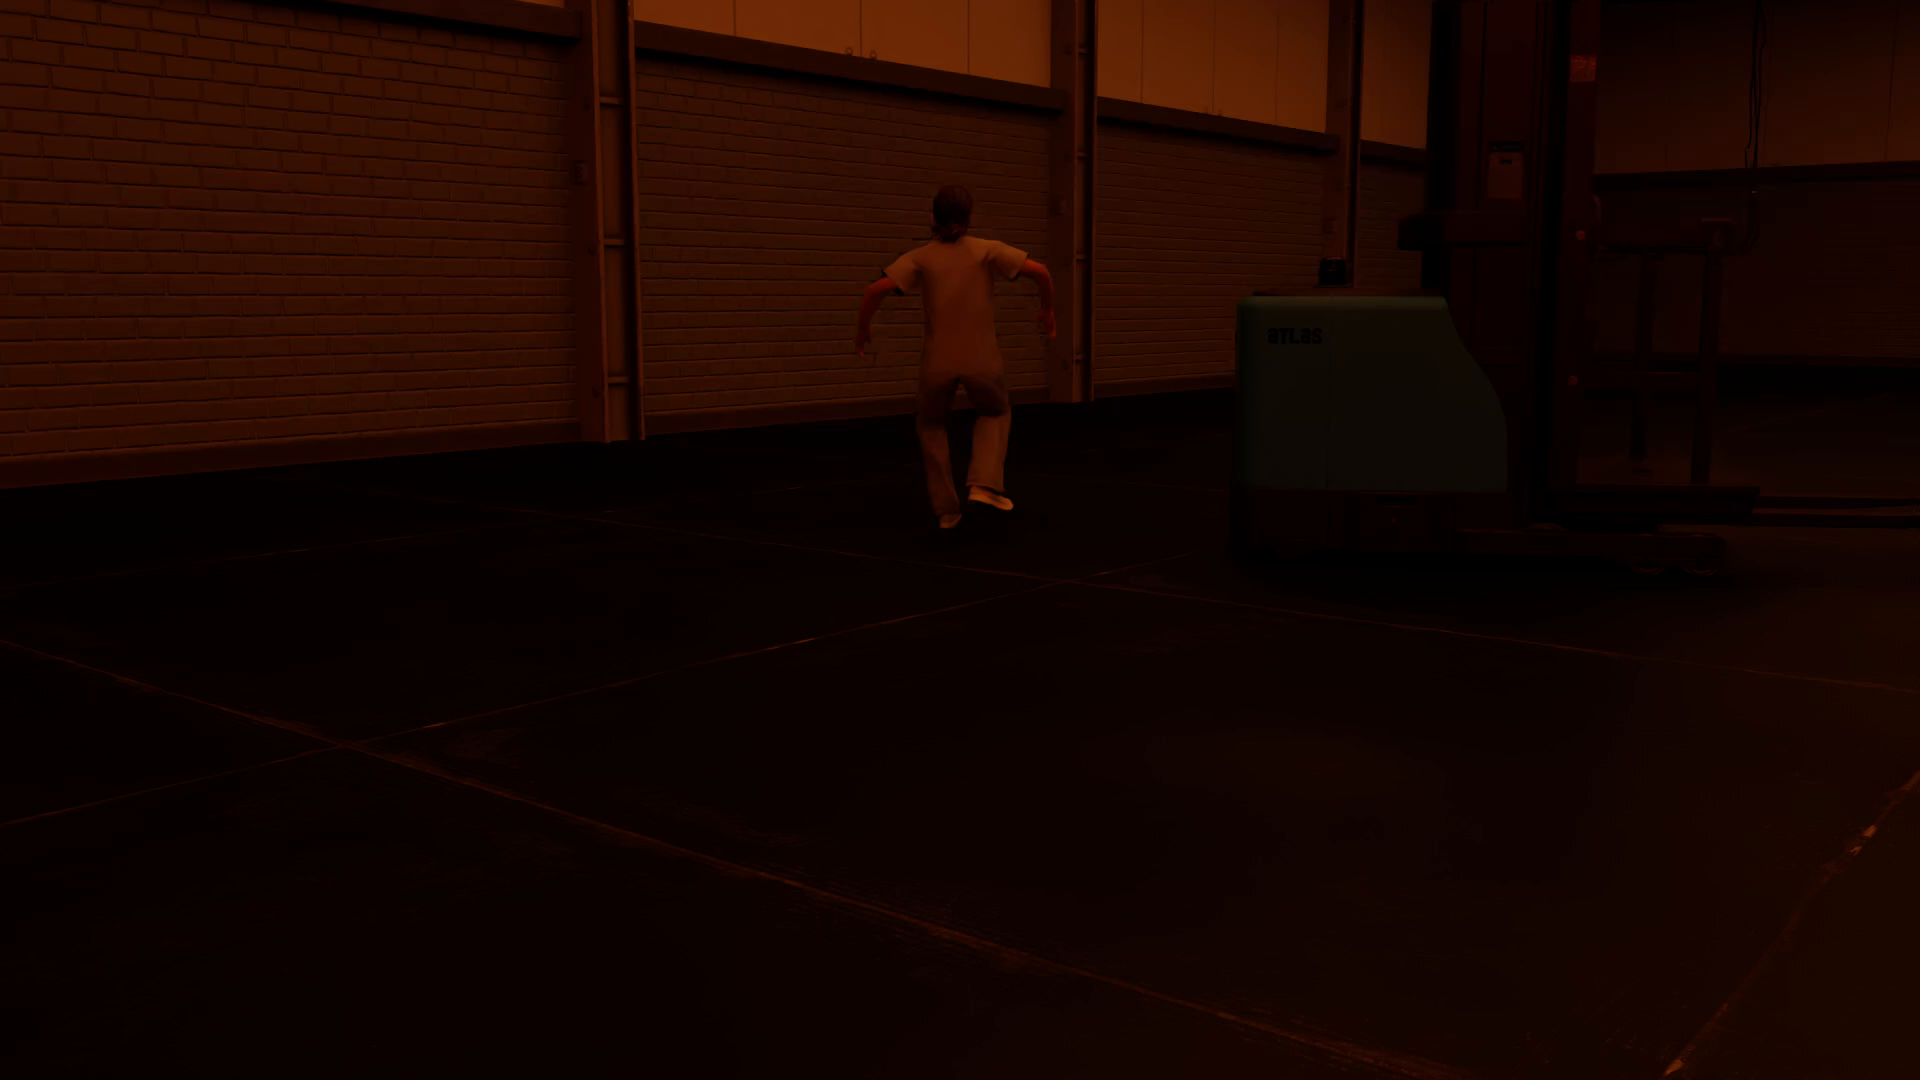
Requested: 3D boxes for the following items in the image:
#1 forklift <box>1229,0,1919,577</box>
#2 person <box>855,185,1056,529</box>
[{"bbox_3d":[2.669,-1.390,6.784,3.031,2.935,1.130,1,8,9],"label":"forklift"},{"bbox_3d":[-0.015,-0.815,7.589,0.901,1.564,0.681,1,8,4],"label":"person"}]
